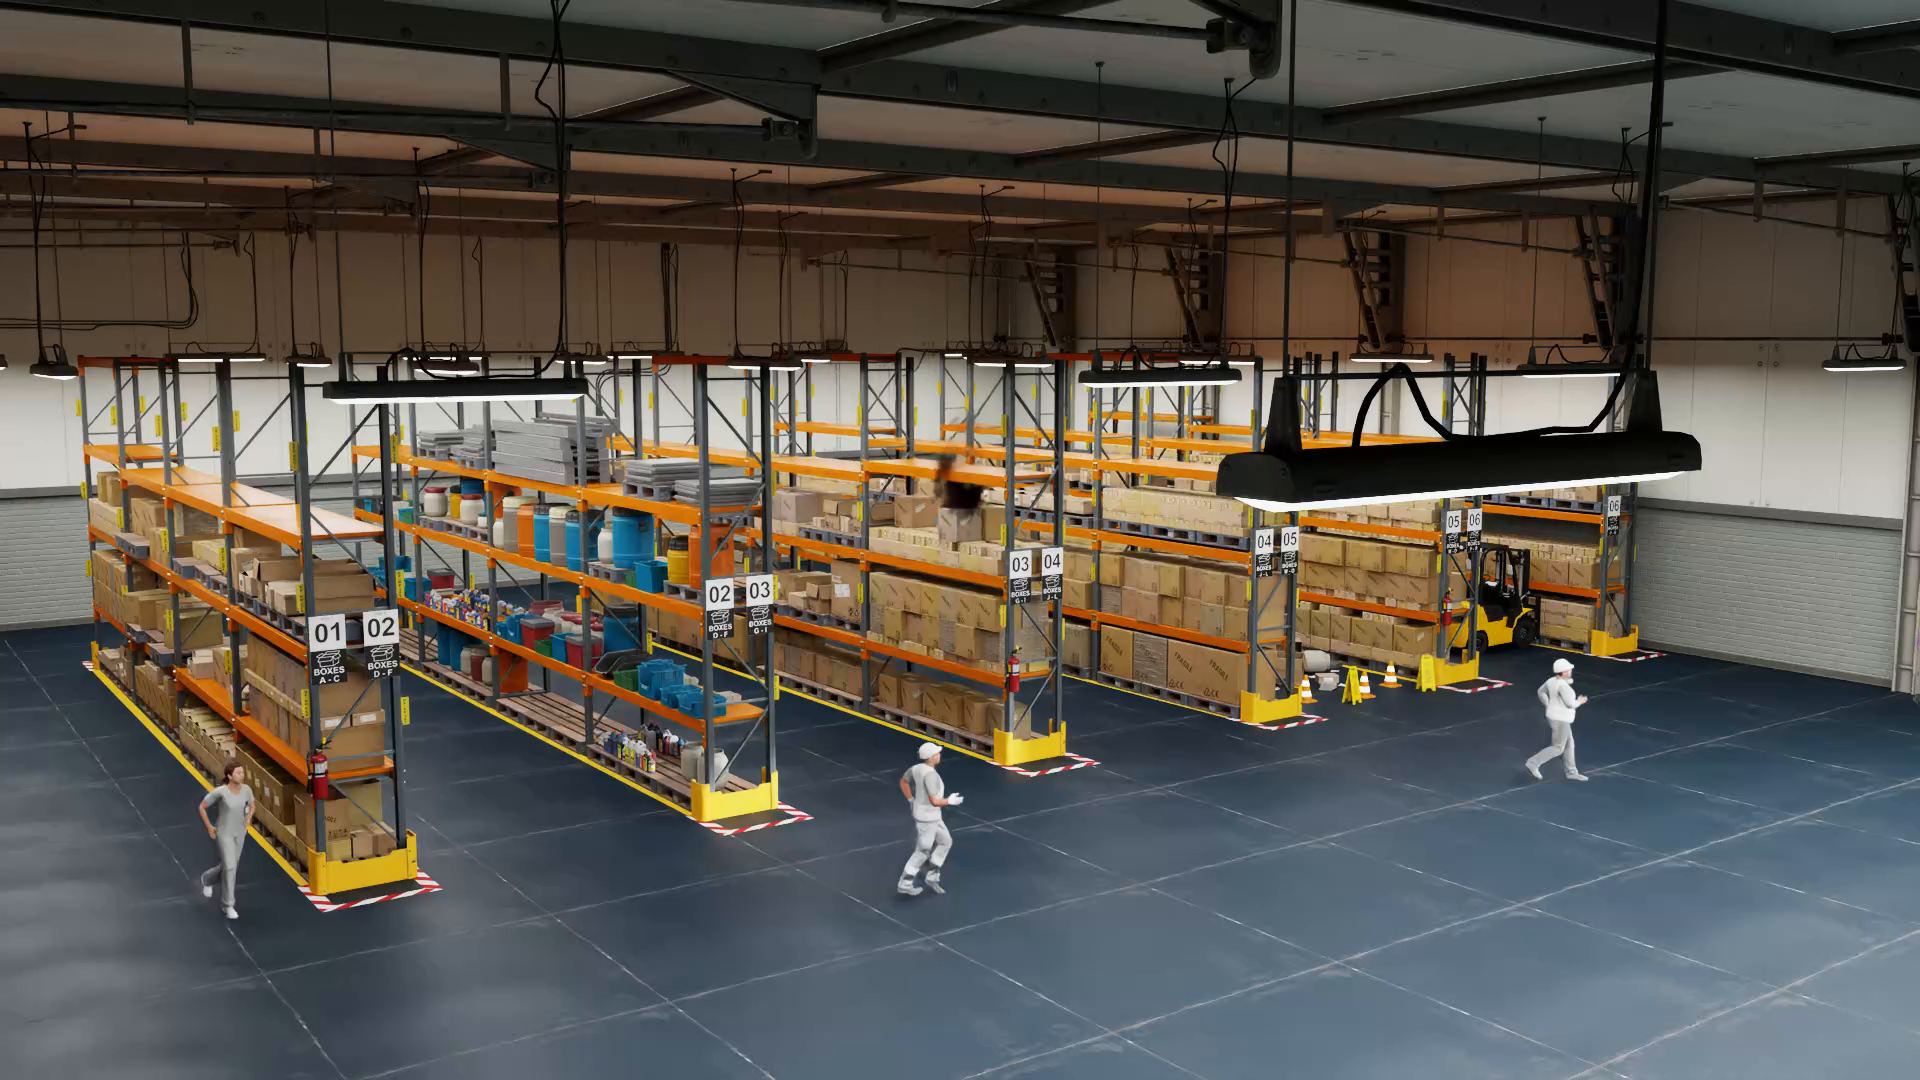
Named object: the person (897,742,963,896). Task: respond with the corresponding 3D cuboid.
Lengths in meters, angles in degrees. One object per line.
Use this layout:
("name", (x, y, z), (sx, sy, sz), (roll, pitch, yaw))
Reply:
("person", (-0.346, 3.183, 18.816), (0.749, 1.825, 0.635), (-1, 7, -9))

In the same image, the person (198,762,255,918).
("person", (-8.149, 3.292, 18.559), (0.847, 1.660, 0.601), (5, 9, 36))

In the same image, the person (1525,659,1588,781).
("person", (8.521, 2.563, 23.676), (0.931, 1.766, 0.676), (0, 7, 2))
